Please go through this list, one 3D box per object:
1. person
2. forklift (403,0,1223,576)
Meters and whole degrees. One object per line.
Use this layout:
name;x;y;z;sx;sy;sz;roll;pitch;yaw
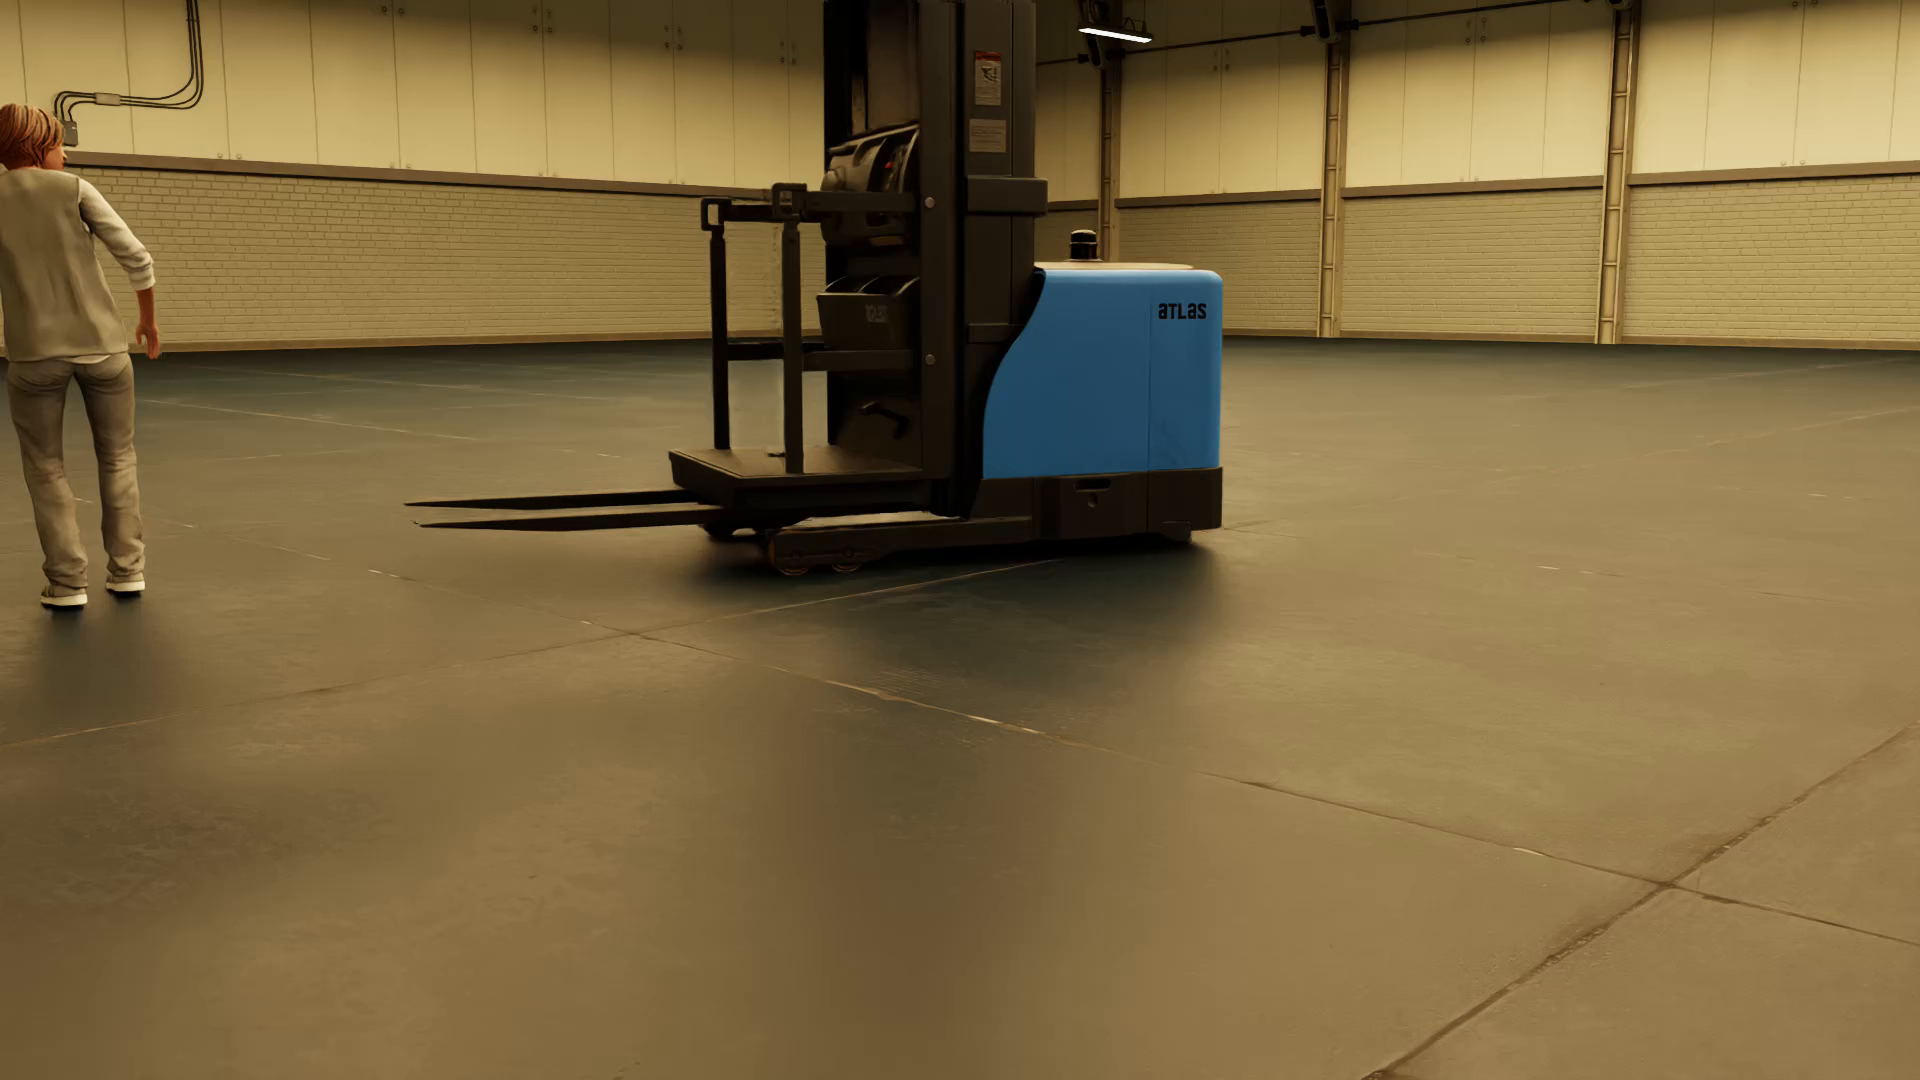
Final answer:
person;-2.884;-0.579;5.299;0.617;1.576;0.445;-5;10;-29
forklift;-0.532;-1.410;6.238;3.031;2.935;1.130;-4;9;-23
